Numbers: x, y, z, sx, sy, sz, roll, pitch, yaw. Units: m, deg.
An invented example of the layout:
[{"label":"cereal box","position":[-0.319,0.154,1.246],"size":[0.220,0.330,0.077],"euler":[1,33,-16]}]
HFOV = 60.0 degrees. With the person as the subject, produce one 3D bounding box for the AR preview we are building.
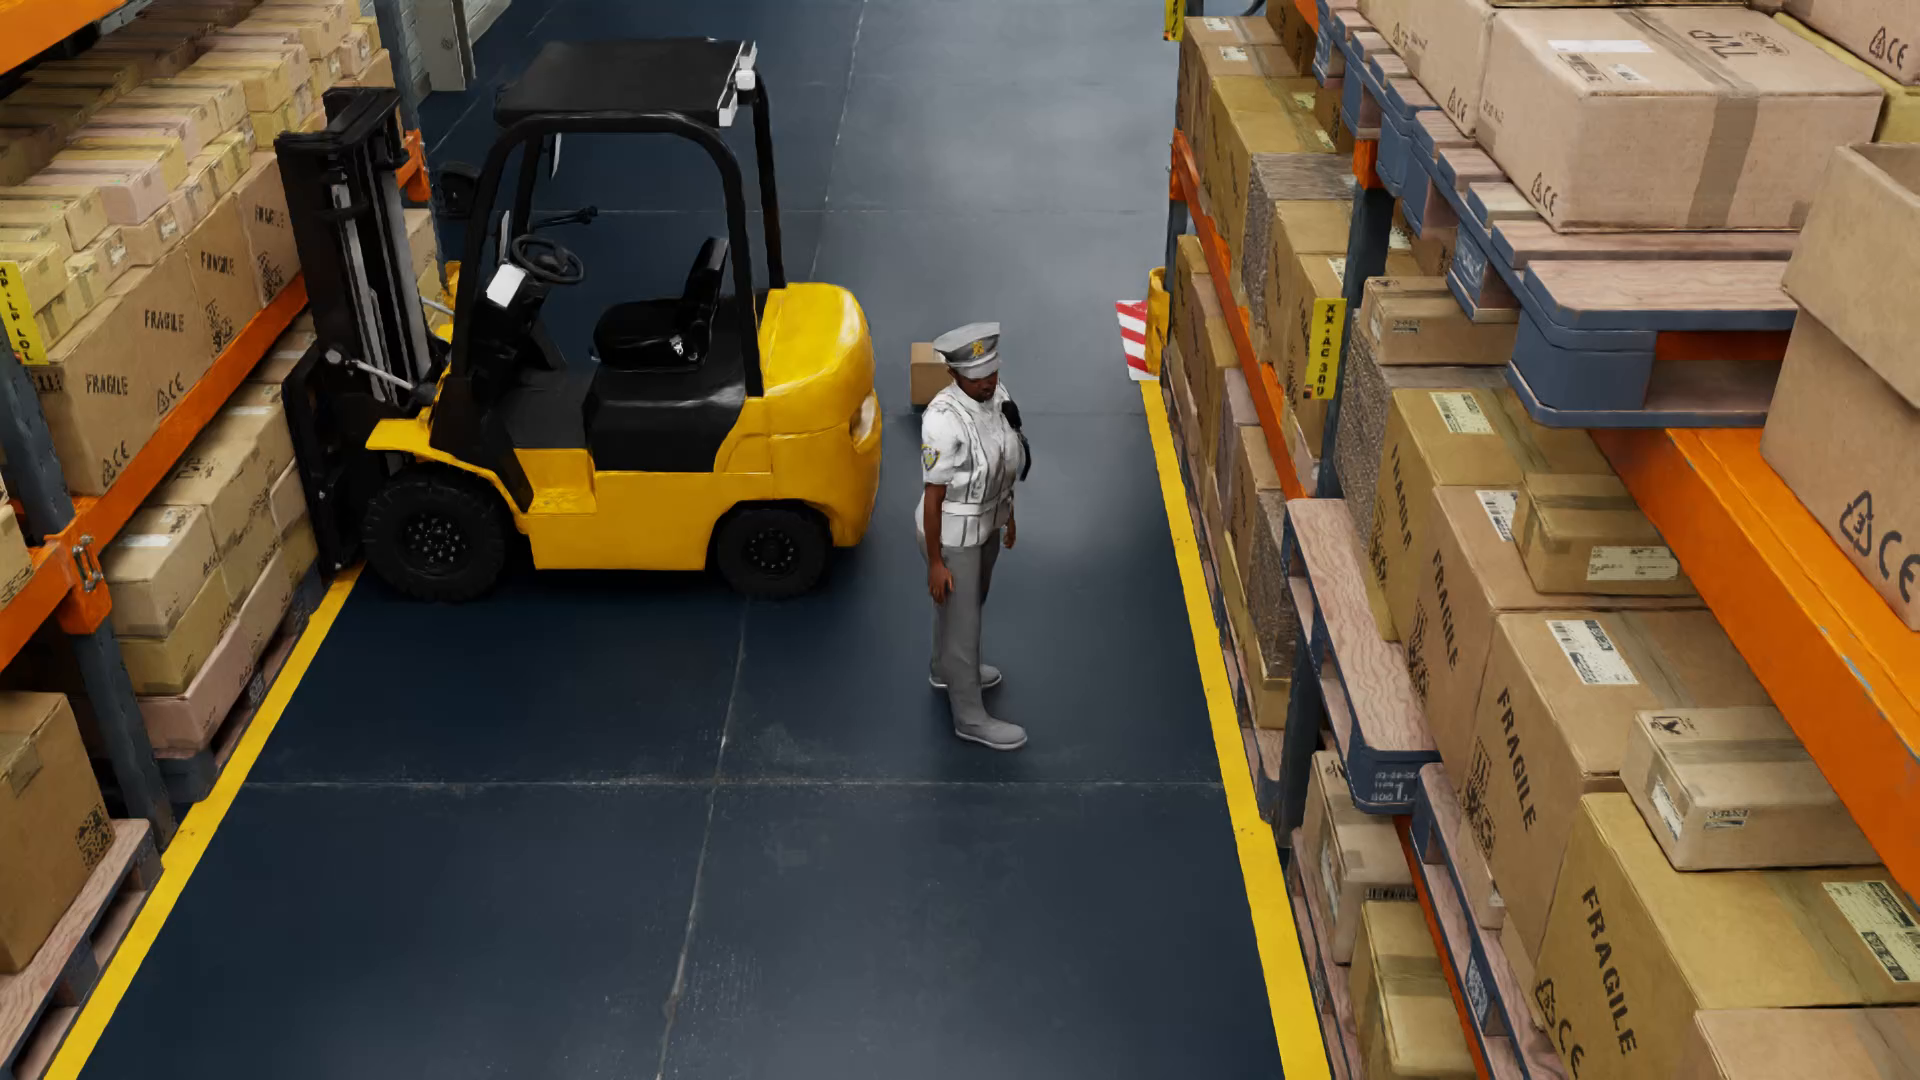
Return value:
[{"label":"person","position":[0.063,-0.014,6.106],"size":[0.541,1.670,0.560],"euler":[17,35,25]}]
